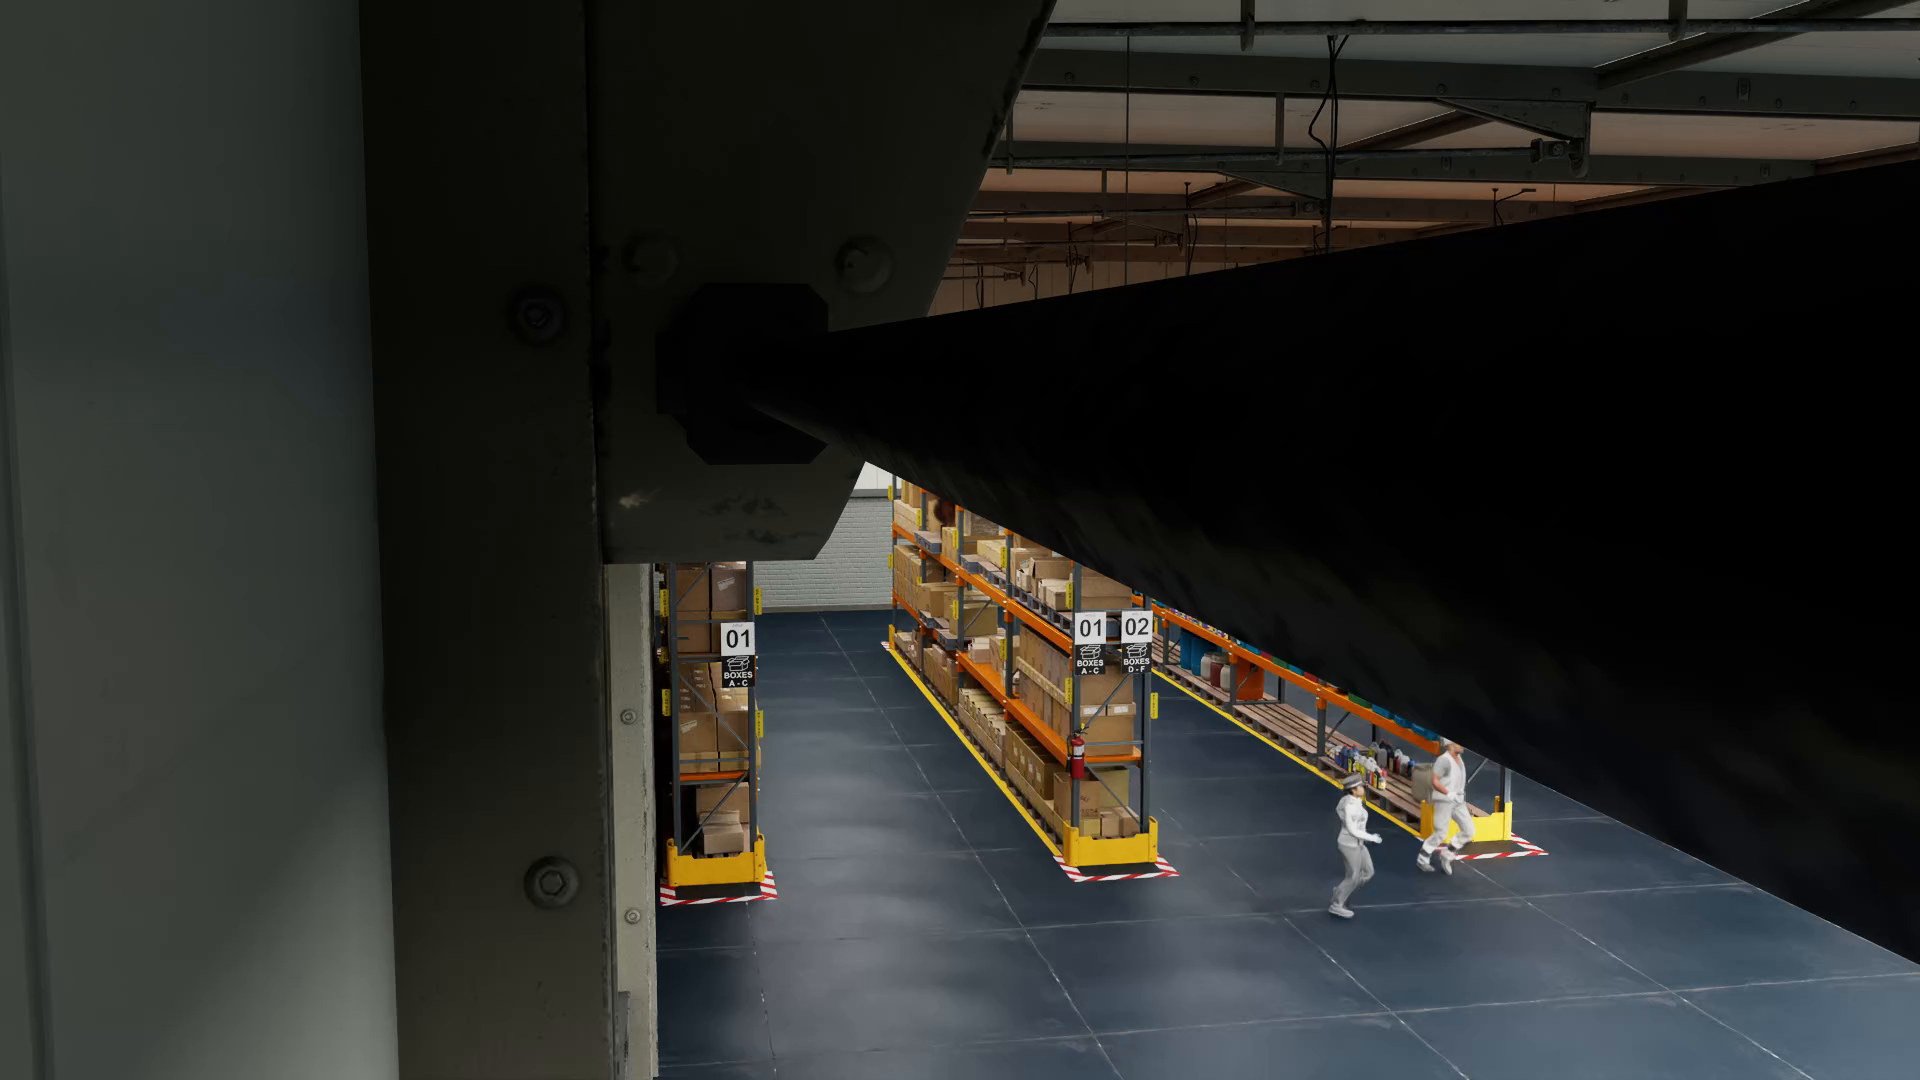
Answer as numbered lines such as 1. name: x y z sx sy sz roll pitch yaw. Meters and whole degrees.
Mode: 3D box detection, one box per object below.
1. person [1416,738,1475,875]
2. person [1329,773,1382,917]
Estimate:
1. person: 6.074 3.245 20.556 0.722 1.752 0.629 -5 8 -41
2. person: 4.508 3.458 18.910 0.577 1.657 0.653 2 6 16
